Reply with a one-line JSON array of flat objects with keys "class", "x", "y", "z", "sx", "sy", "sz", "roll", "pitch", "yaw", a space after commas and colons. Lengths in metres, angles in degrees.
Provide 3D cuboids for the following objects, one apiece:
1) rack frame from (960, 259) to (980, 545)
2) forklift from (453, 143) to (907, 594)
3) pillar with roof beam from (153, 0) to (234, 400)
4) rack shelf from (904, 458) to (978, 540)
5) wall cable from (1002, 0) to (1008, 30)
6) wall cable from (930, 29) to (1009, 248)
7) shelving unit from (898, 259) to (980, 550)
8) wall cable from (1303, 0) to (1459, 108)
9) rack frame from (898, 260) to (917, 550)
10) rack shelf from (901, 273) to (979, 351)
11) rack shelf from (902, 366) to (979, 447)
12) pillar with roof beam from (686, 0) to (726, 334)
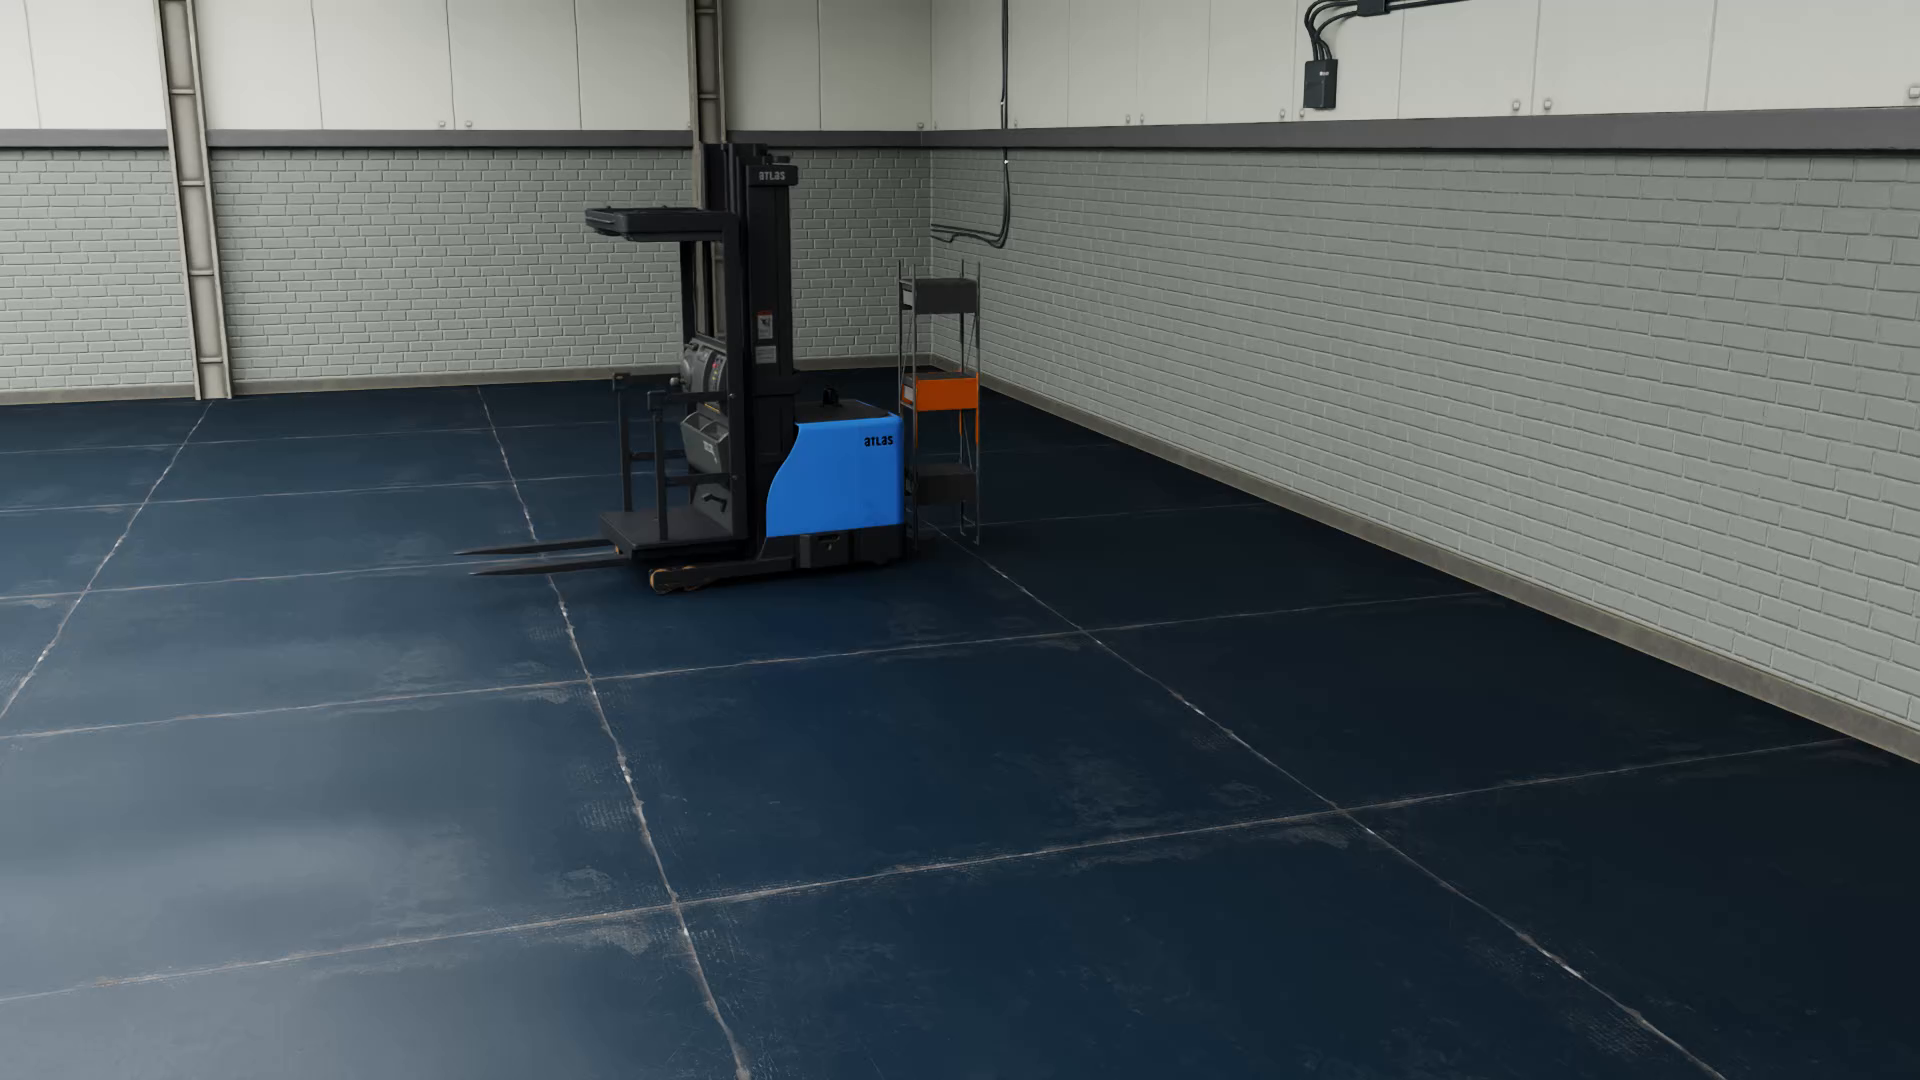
[{"class": "rack frame", "x": 0.074, "y": -1.027, "z": 12.424, "sx": 0.015, "sy": 2.100, "sz": 0.400, "roll": -4, "pitch": 14, "yaw": -18}, {"class": "forklift", "x": -1.943, "y": -1.205, "z": 11.376, "sx": 3.031, "sy": 2.935, "sz": 1.130, "roll": -6, "pitch": 15, "yaw": -24}, {"class": "pillar with roof beam", "x": -7.483, "y": -5.129, "z": 14.761, "sx": 0.400, "sy": 9.000, "sz": 9.100, "roll": -4, "pitch": 14, "yaw": -18}, {"class": "rack shelf", "x": -0.157, "y": -0.315, "z": 12.514, "sx": 0.480, "sy": 0.518, "sz": 0.431, "roll": -4, "pitch": 14, "yaw": -18}, {"class": "wall cable", "x": 0.908, "y": -6.797, "z": 17.567, "sx": 0.112, "sy": 2.526, "sz": 3.097, "roll": -4, "pitch": 14, "yaw": -18}, {"class": "wall cable", "x": 0.045, "y": -4.933, "z": 20.646, "sx": 0.112, "sy": 2.526, "sz": 3.097, "roll": -4, "pitch": 14, "yaw": -18}, {"class": "shelving unit", "x": -0.157, "y": -1.009, "z": 12.348, "sx": 0.503, "sy": 2.100, "sz": 0.431, "roll": -4, "pitch": 14, "yaw": -18}, {"class": "wall cable", "x": 3.058, "y": -6.015, "z": 11.135, "sx": 0.169, "sy": 6.003, "sz": 2.305, "roll": -4, "pitch": 14, "yaw": -18}, {"class": "rack frame", "x": -0.388, "y": -0.991, "z": 12.273, "sx": 0.015, "sy": 2.100, "sz": 0.400, "roll": -4, "pitch": 14, "yaw": -18}, {"class": "rack shelf", "x": -0.157, "y": -1.677, "z": 12.190, "sx": 0.480, "sy": 0.518, "sz": 0.431, "roll": -4, "pitch": 14, "yaw": -18}, {"class": "rack shelf", "x": -0.157, "y": -0.996, "z": 12.352, "sx": 0.480, "sy": 0.518, "sz": 0.431, "roll": -4, "pitch": 14, "yaw": -18}, {"class": "pillar with roof beam", "x": -1.796, "y": -5.572, "z": 16.622, "sx": 0.400, "sy": 9.000, "sz": 9.100, "roll": -4, "pitch": 14, "yaw": -18}]
